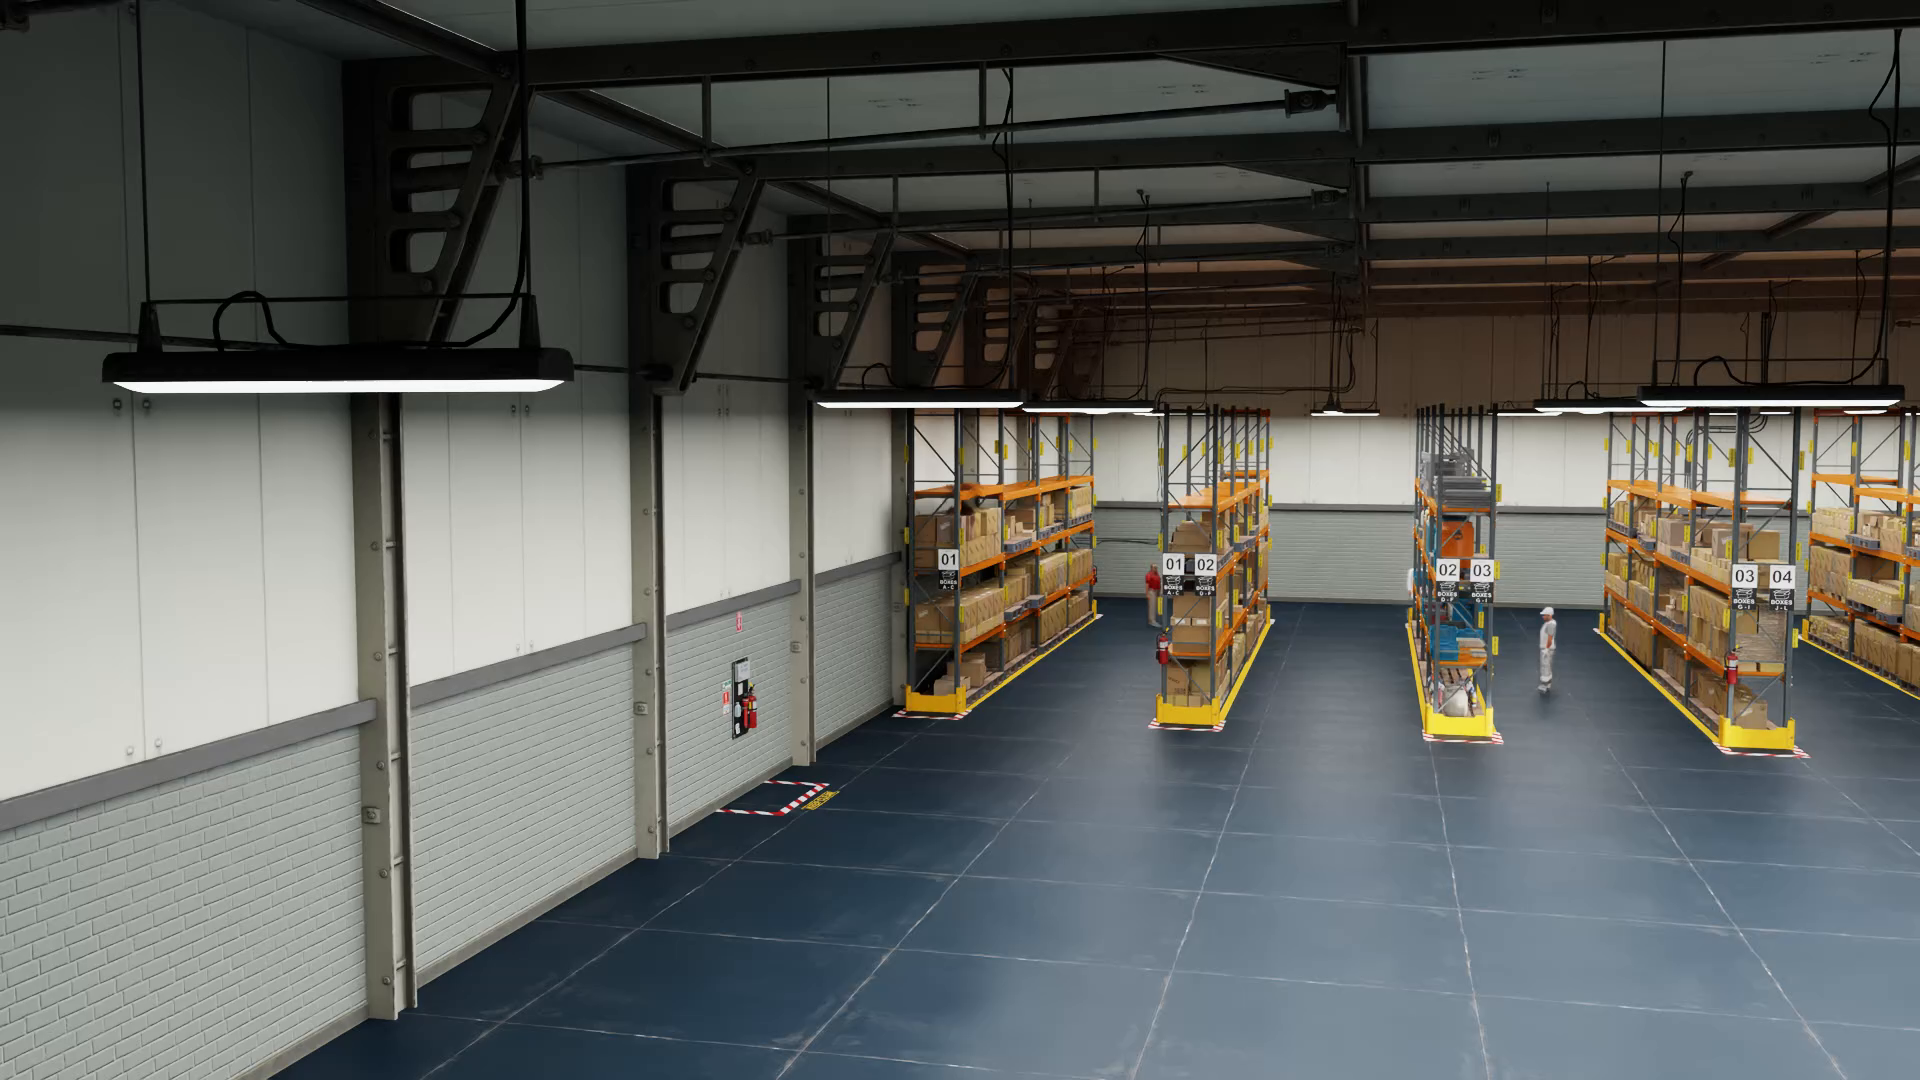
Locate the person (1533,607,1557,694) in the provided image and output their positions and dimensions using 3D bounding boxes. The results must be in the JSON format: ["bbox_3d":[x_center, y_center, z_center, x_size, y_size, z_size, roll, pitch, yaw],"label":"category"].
[{"bbox_3d":[12.229,2.301,34.757,0.438,1.793,0.595,2,4,22],"label":"person"}]

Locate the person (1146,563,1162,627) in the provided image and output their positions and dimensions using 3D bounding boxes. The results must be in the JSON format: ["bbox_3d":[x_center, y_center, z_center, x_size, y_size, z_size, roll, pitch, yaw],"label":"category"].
[{"bbox_3d":[5.432,1.522,46.039,0.559,1.741,0.570,4,6,41],"label":"person"}]

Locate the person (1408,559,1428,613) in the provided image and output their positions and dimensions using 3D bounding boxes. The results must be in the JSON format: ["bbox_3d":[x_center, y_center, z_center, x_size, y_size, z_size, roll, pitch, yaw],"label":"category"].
[{"bbox_3d":[12.930,1.431,46.751,0.603,1.788,0.465,0,4,-3],"label":"person"}]
